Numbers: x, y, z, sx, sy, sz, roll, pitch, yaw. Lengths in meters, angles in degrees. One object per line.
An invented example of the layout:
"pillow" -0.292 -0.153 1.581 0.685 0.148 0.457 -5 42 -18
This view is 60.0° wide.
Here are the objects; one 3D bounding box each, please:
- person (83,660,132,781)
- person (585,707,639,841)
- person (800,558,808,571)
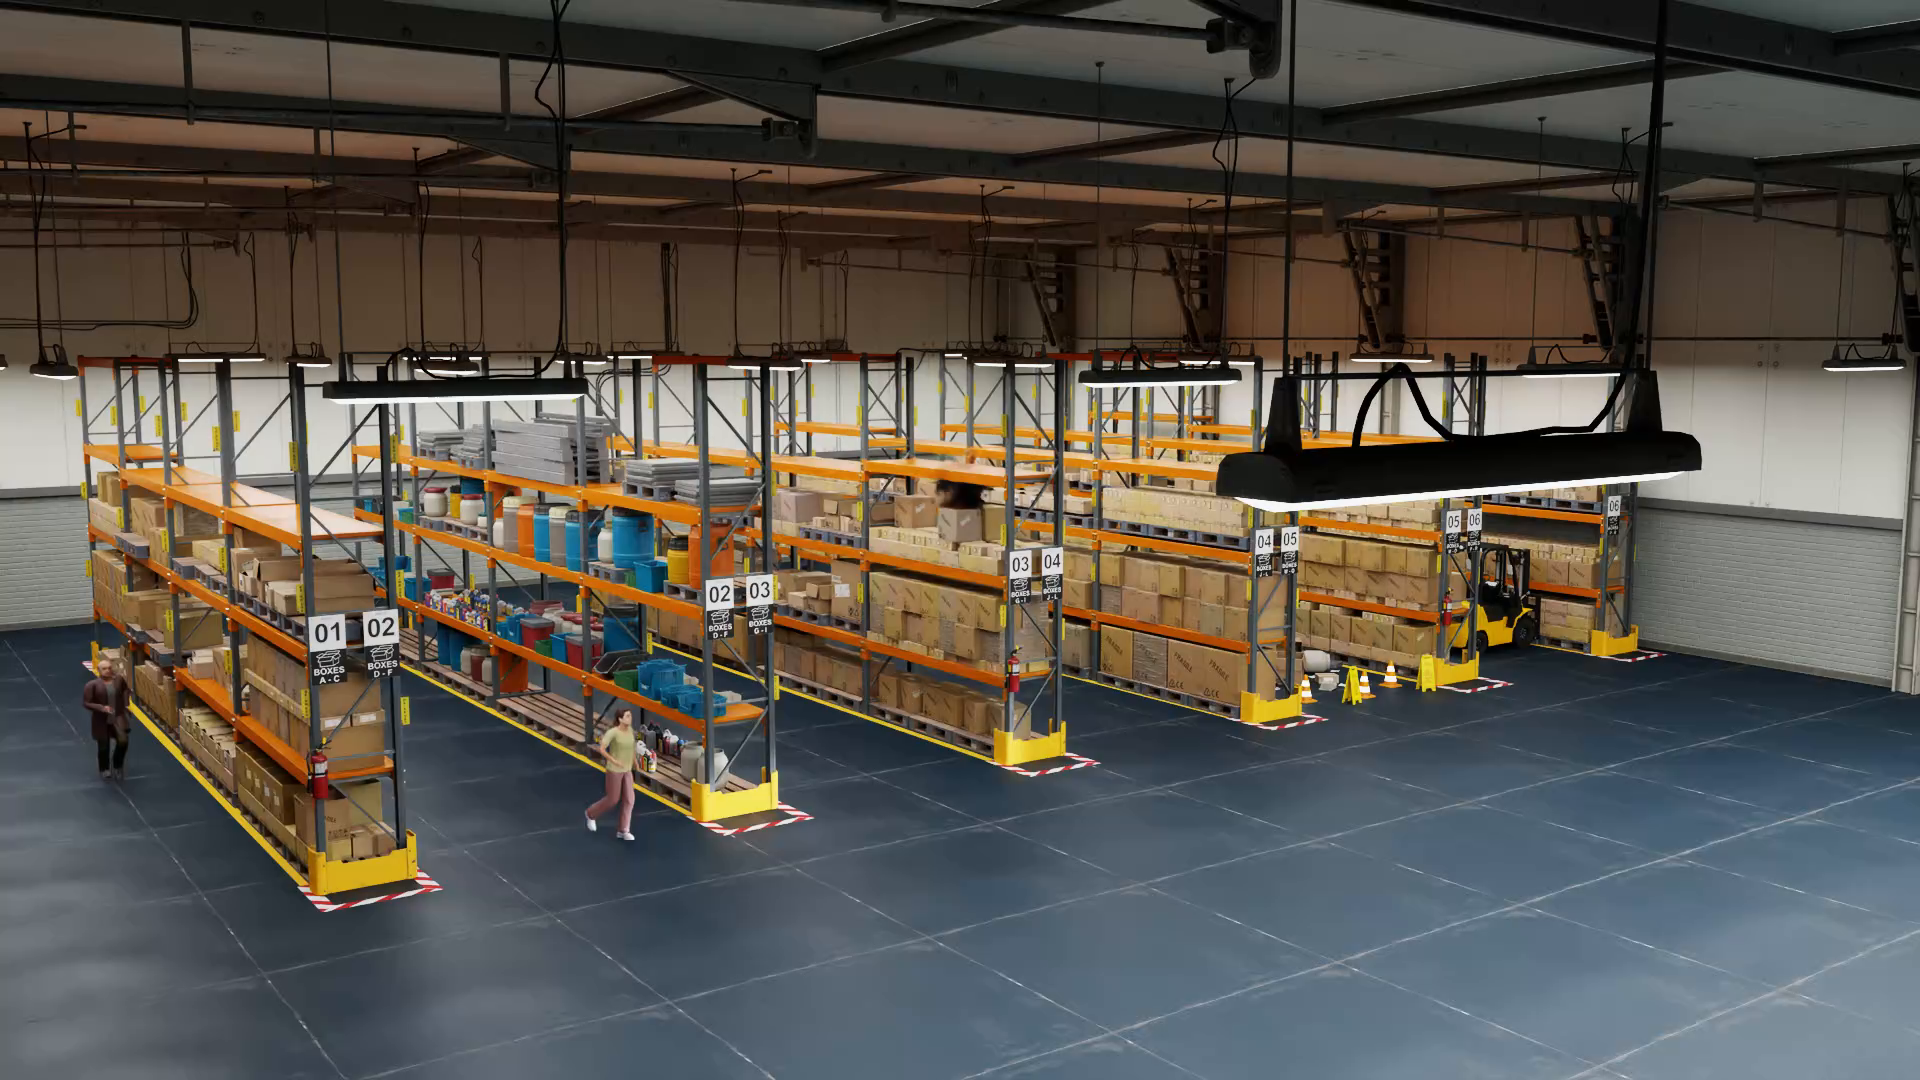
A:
"person" -12.131 2.587 23.720 0.672 1.771 0.837 -6 9 -42
"person" -4.346 2.944 21.270 0.804 1.641 0.633 5 8 34
"person" -4.115 0.349 43.037 0.619 1.634 0.796 5 9 38
